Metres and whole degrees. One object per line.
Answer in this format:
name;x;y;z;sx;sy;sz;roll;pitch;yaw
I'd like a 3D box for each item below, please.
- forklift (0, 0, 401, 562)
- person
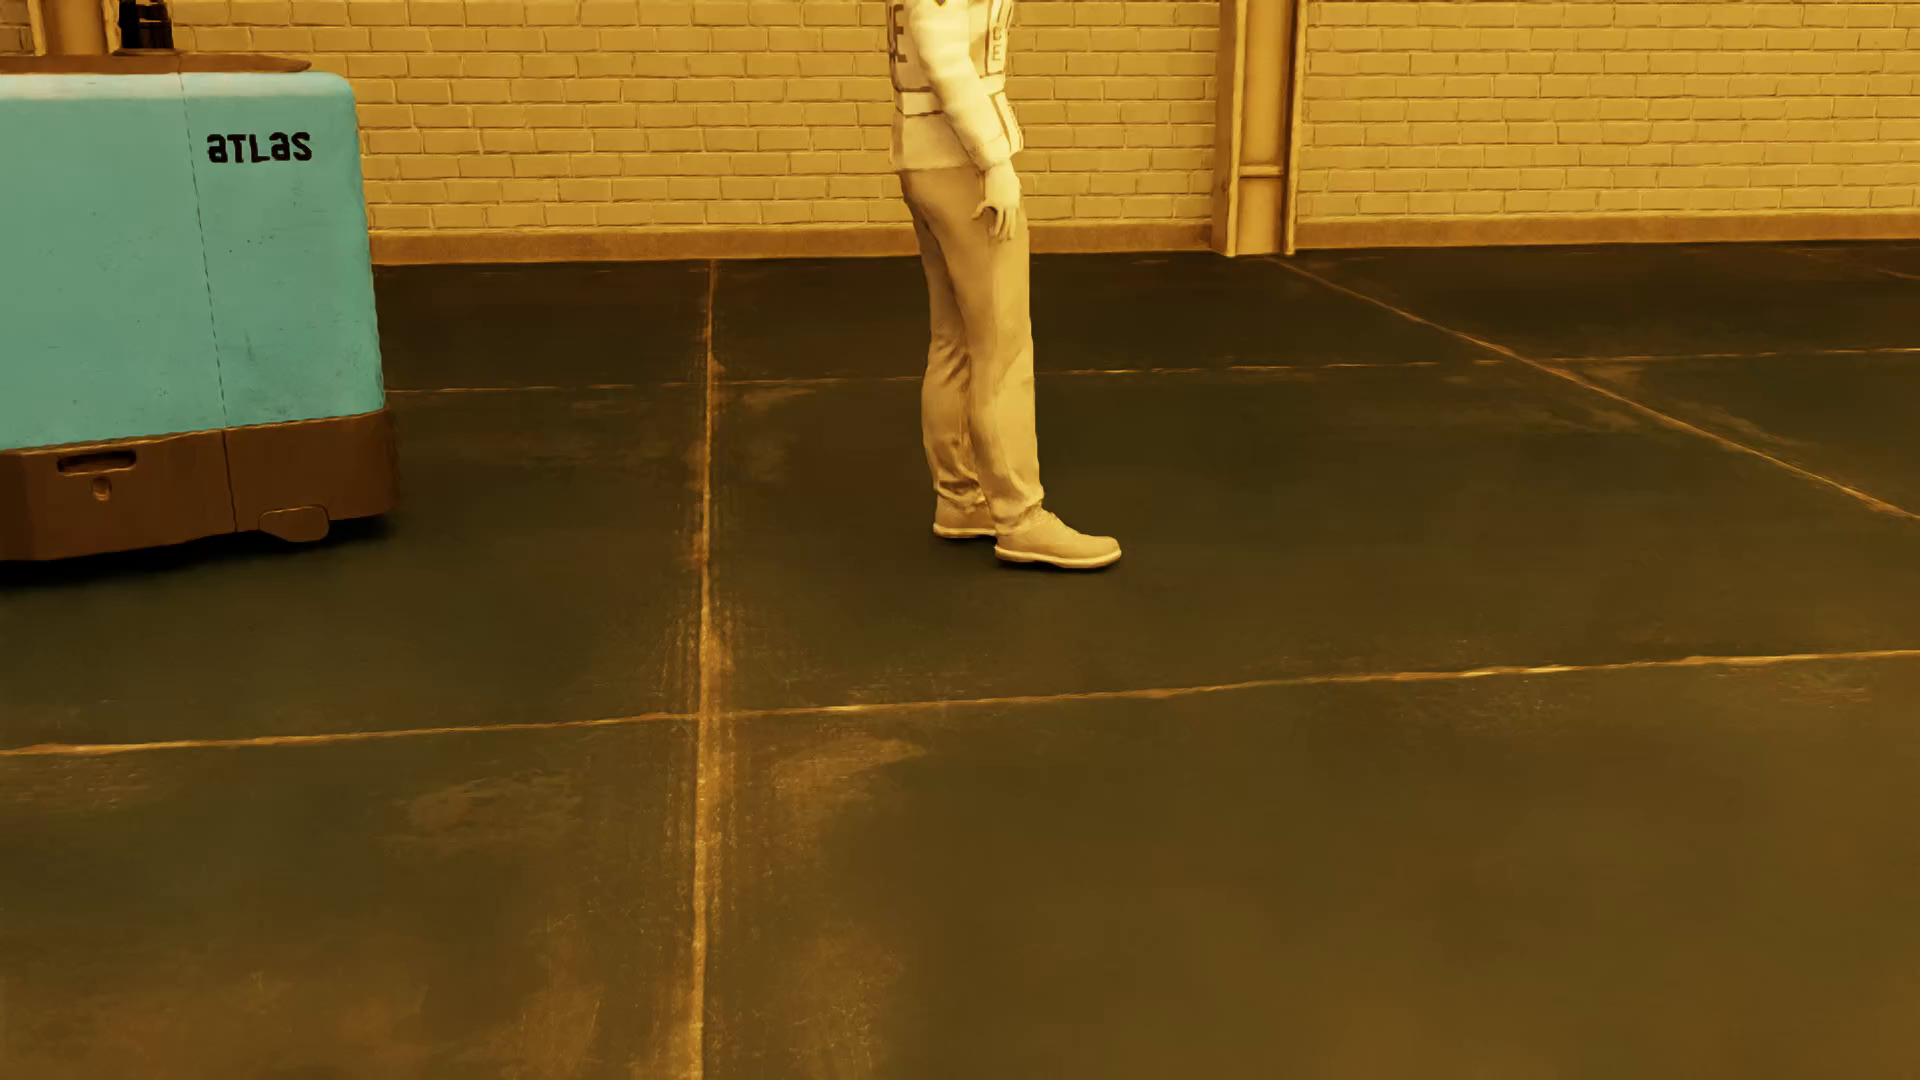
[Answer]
forklift;-2.889;-1.330;3.300;3.031;2.935;1.130;-9;19;-27
person;0.068;-0.819;3.722;0.533;1.695;0.586;-2;17;-8
